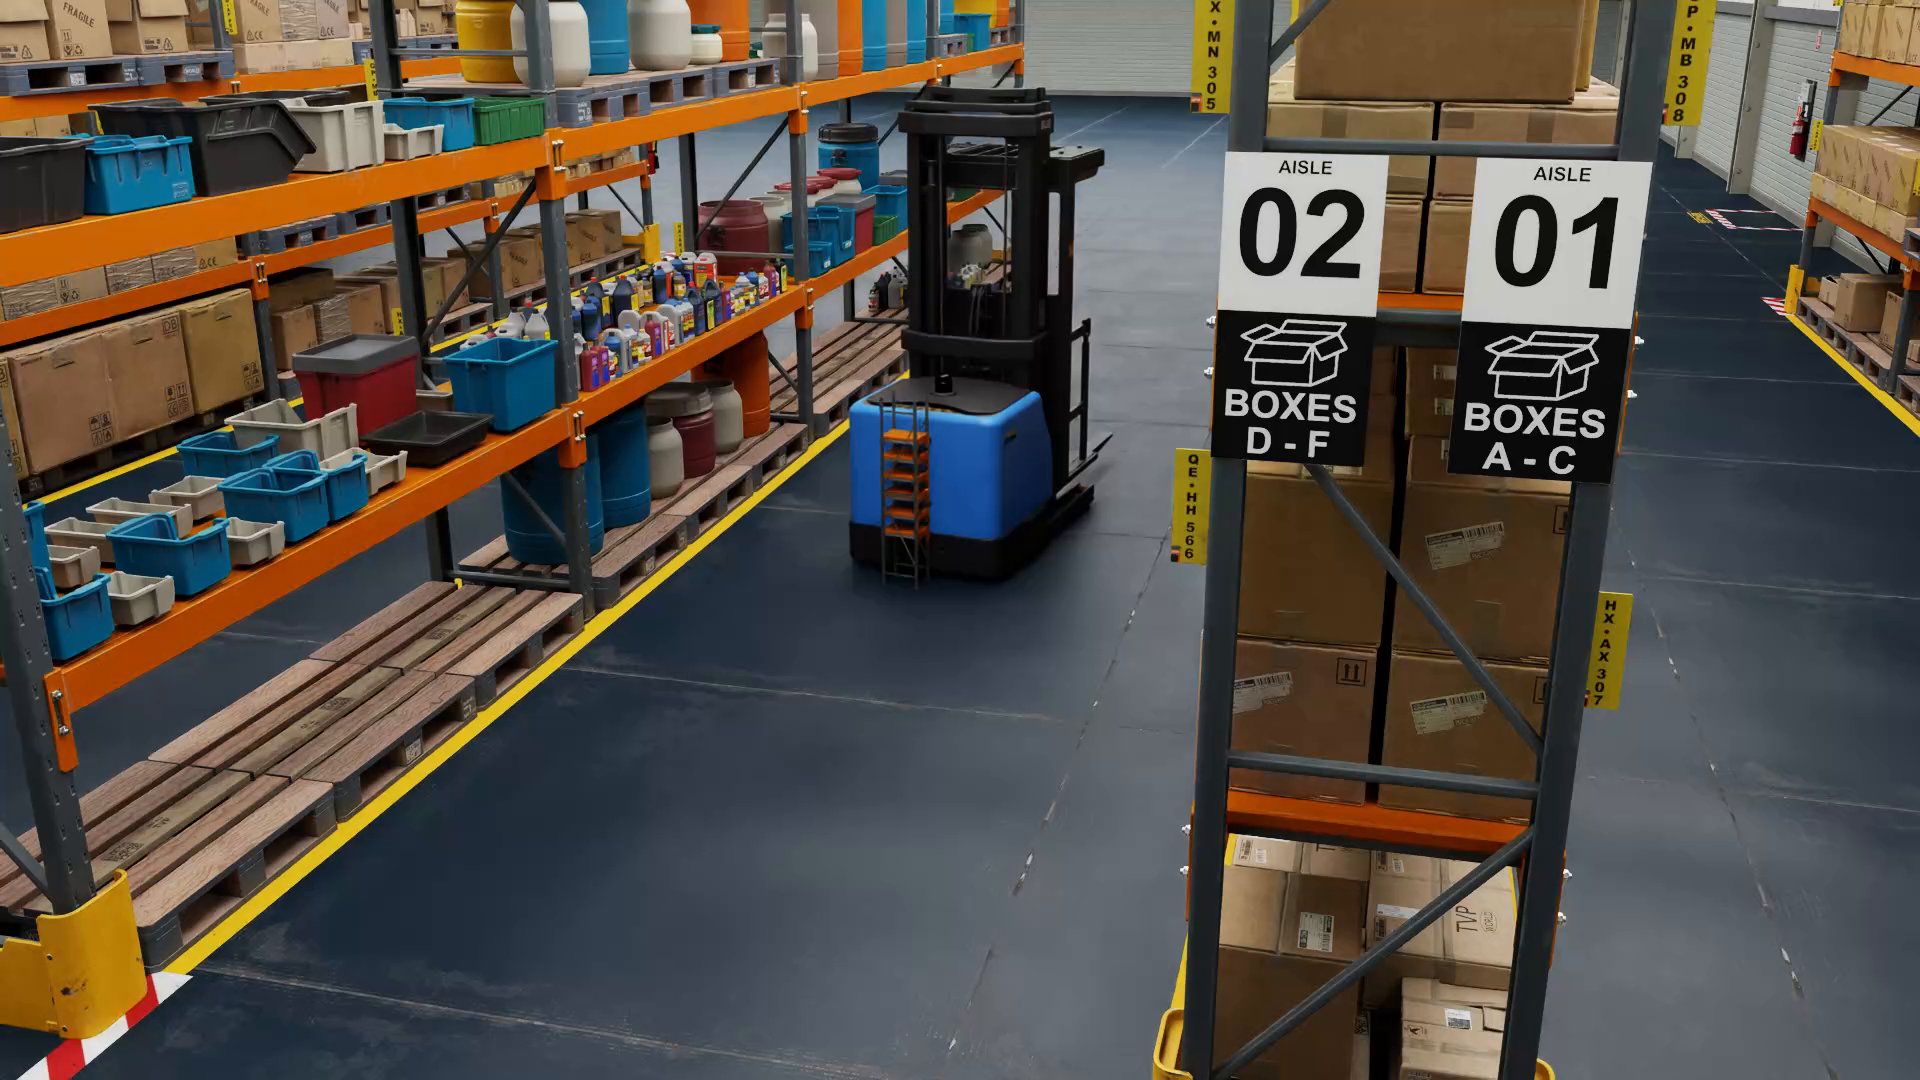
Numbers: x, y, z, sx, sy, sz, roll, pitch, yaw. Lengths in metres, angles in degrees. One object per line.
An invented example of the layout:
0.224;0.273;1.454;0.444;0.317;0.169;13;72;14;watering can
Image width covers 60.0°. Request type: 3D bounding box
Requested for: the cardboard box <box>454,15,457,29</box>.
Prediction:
-5.131;-5.501;17.628;0.380;0.149;0.250;4;19;12;cardboard box

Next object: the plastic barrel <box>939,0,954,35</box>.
-0.359;-5.655;17.036;0.600;0.901;0.708;5;19;13;plastic barrel

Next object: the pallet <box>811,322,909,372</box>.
-0.861;-1.927;16.502;1.003;0.211;1.213;5;19;13;pallet

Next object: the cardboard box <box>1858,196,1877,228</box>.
8.960;-3.138;15.936;0.500;0.250;0.500;5;19;13;cardboard box

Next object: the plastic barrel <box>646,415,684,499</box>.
-2.114;-0.571;11.417;0.421;0.512;0.421;0;19;0;plastic barrel

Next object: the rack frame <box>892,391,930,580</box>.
-0.303;-0.328;10.292;0.240;1.200;0.006;7;20;21;rack frame

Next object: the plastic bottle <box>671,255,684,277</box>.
-2.158;-2.037;12.709;0.097;0.271;0.097;0;19;0;plastic bottle

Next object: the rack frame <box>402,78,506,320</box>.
-5.509;-3.887;17.926;1.000;3.000;0.127;5;19;13;rack frame

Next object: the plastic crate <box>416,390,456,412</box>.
-2.913;-0.757;9.079;0.396;0.136;0.243;5;19;13;plastic crate

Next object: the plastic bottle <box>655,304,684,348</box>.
-1.896;-1.407;10.859;0.152;0.276;0.135;5;19;13;plastic bottle

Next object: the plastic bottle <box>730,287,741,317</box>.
-1.614;-1.697;11.823;0.097;0.201;0.097;0;19;0;plastic bottle

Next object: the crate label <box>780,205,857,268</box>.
-1.179;-2.549;13.954;0.502;0.435;0.616;5;19;13;crate label

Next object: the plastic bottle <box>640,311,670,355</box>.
-1.952;-1.335;10.646;0.152;0.276;0.135;5;19;13;plastic bottle

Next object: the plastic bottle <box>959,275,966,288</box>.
0.020;-2.746;18.109;0.061;0.283;0.133;6;20;16;plastic bottle

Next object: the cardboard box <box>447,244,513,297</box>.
-5.373;-3.025;18.620;0.500;0.500;0.500;4;19;12;cardboard box

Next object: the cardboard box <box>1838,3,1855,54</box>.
9.554;-5.358;17.408;0.500;0.500;0.500;5;20;15;cardboard box

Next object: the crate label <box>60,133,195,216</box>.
-3.100;-1.347;6.080;0.408;0.251;0.502;5;19;13;crate label

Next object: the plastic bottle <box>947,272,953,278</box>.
-0.107;-2.831;18.369;0.152;0.276;0.135;5;19;13;plastic bottle

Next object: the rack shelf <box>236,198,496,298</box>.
-5.998;-2.919;16.207;1.077;0.370;4.000;5;19;13;rack shelf

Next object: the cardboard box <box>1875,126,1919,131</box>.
9.969;-4.096;17.579;0.500;0.500;0.500;4;19;13;cardboard box

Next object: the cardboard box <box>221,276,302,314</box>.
-6.352;-2.226;15.089;0.500;0.250;0.500;5;20;16;cardboard box

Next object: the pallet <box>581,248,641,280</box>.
-4.783;-3.545;21.240;1.003;0.211;1.213;5;19;13;pallet

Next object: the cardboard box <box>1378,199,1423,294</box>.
1.034;-0.872;4.692;0.500;0.250;0.500;5;19;13;cardboard box

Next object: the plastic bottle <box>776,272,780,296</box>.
-1.415;-1.953;12.571;0.097;0.201;0.097;0;19;0;plastic bottle

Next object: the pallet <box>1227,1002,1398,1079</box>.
1.376;1.704;5.873;1.003;0.211;1.213;5;19;13;pallet

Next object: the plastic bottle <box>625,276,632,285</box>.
-2.384;-1.747;11.861;0.097;0.271;0.097;0;19;0;plastic bottle

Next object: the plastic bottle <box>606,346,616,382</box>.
-2.115;-1.055;9.942;0.097;0.201;0.097;0;19;0;plastic bottle

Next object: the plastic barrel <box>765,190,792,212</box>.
-1.537;-2.766;14.472;0.421;0.512;0.421;0;19;0;plastic barrel

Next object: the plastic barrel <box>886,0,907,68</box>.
-0.780;-4.771;15.098;0.600;0.901;0.600;0;19;0;plastic barrel

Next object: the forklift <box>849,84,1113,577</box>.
0.312;-1.598;11.330;1.130;2.935;3.031;7;20;21;forklift

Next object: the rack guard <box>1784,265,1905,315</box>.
9.859;-2.760;18.495;1.175;0.500;0.348;5;19;13;rack guard

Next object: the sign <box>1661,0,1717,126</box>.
1.690;-1.132;3.869;0.100;0.325;0.005;5;19;13;sign

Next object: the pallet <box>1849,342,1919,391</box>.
9.030;-1.607;15.566;1.003;0.211;1.213;5;19;13;pallet

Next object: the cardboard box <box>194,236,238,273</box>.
-6.367;-2.506;13.729;0.500;0.500;0.500;5;20;15;cardboard box

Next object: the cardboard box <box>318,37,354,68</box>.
-5.883;-4.431;15.112;0.500;0.250;0.500;5;20;15;cardboard box

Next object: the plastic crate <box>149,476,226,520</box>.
-3.431;-0.181;7.392;0.298;0.136;0.250;5;19;13;plastic crate

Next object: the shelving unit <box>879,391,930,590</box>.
-0.337;-0.301;10.212;0.258;1.200;0.189;7;20;21;shelving unit

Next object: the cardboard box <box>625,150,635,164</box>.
-4.401;-4.916;21.328;0.380;0.149;0.250;5;19;13;cardboard box

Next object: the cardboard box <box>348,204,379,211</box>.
-5.854;-3.268;15.697;0.500;0.250;0.500;4;19;12;cardboard box

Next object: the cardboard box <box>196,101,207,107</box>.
-9.762;-5.512;20.781;0.875;0.550;0.500;5;19;13;cardboard box

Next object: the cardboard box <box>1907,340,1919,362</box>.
9.002;-1.751;15.375;0.380;0.166;0.250;2;19;6;cardboard box

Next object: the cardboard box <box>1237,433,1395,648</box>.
1.006;-0.024;4.915;0.500;0.500;0.500;4;19;13;cardboard box

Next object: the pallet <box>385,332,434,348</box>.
-5.994;-1.939;16.539;1.003;0.211;1.213;5;19;13;pallet

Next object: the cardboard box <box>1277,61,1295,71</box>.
1.406;-1.579;5.987;0.500;0.250;0.500;5;19;13;cardboard box

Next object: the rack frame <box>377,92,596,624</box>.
-2.661;-0.988;9.440;1.000;3.000;0.127;5;19;13;rack frame

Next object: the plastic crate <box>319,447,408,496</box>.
-2.795;-0.322;7.805;0.293;0.136;0.466;5;19;13;plastic crate

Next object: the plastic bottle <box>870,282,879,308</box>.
-0.909;-2.595;17.667;0.061;0.283;0.133;6;20;16;plastic bottle

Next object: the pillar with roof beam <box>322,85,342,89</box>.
-11.427;-14.308;39.154;9.100;9.000;0.400;5;19;13;pillar with roof beam

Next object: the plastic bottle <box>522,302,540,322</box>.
-2.709;-1.337;10.537;0.144;0.351;0.185;5;19;13;plastic bottle

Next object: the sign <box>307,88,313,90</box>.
-8.794;-6.177;22.473;0.100;0.325;0.005;5;19;13;sign

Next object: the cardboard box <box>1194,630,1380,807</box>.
1.010;0.449;5.078;0.500;0.500;0.500;5;20;15;cardboard box

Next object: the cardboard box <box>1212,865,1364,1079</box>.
1.058;1.443;5.509;0.500;0.500;0.500;5;19;13;cardboard box

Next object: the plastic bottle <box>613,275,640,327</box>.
-2.304;-1.654;11.466;0.144;0.351;0.185;5;19;13;plastic bottle

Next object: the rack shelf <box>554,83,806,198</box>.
-2.172;-2.694;10.907;1.077;0.370;4.000;5;19;13;rack shelf

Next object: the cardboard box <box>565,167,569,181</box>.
-4.811;-4.283;19.474;0.380;0.149;0.250;5;19;13;cardboard box
